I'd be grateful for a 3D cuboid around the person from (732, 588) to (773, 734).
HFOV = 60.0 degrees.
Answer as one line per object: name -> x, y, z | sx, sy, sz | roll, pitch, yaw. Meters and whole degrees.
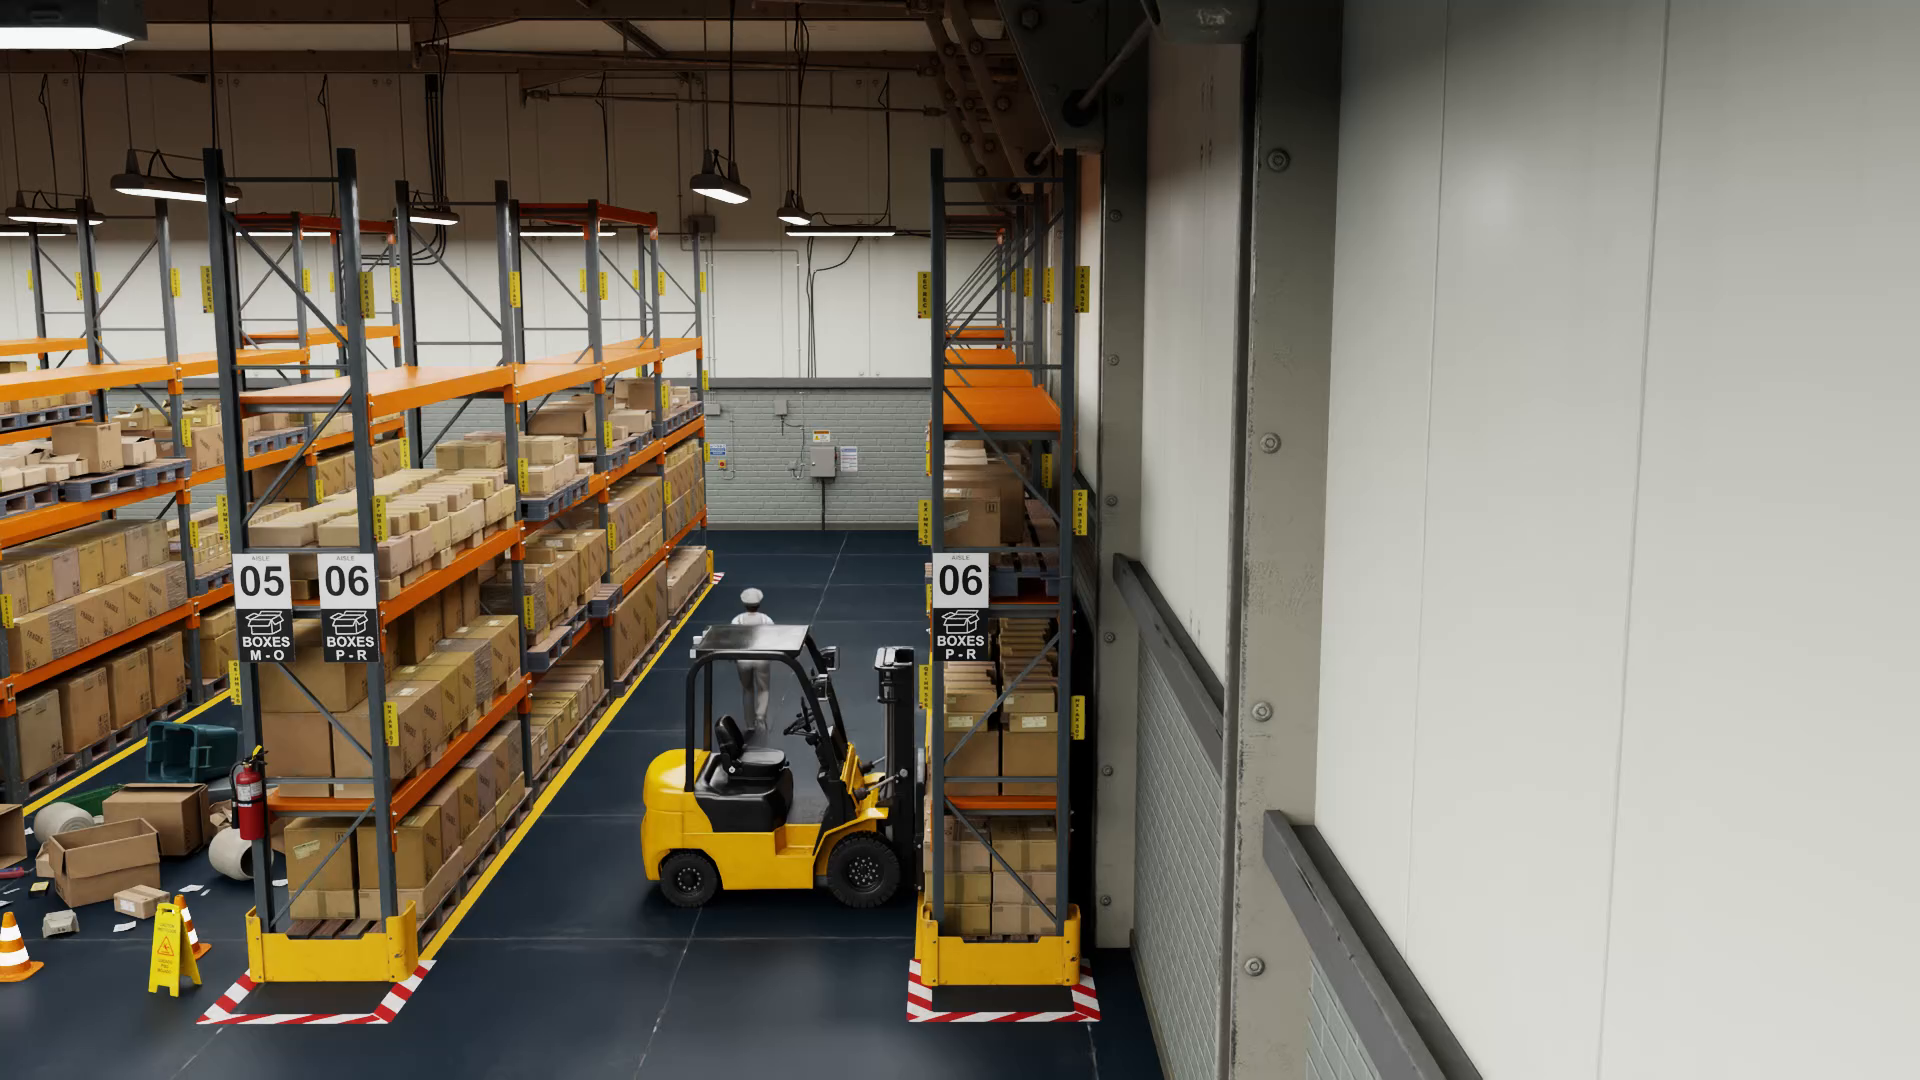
person -> -2.329, 1.367, 18.634 | 0.591, 1.665, 0.866 | -1, 9, -6
